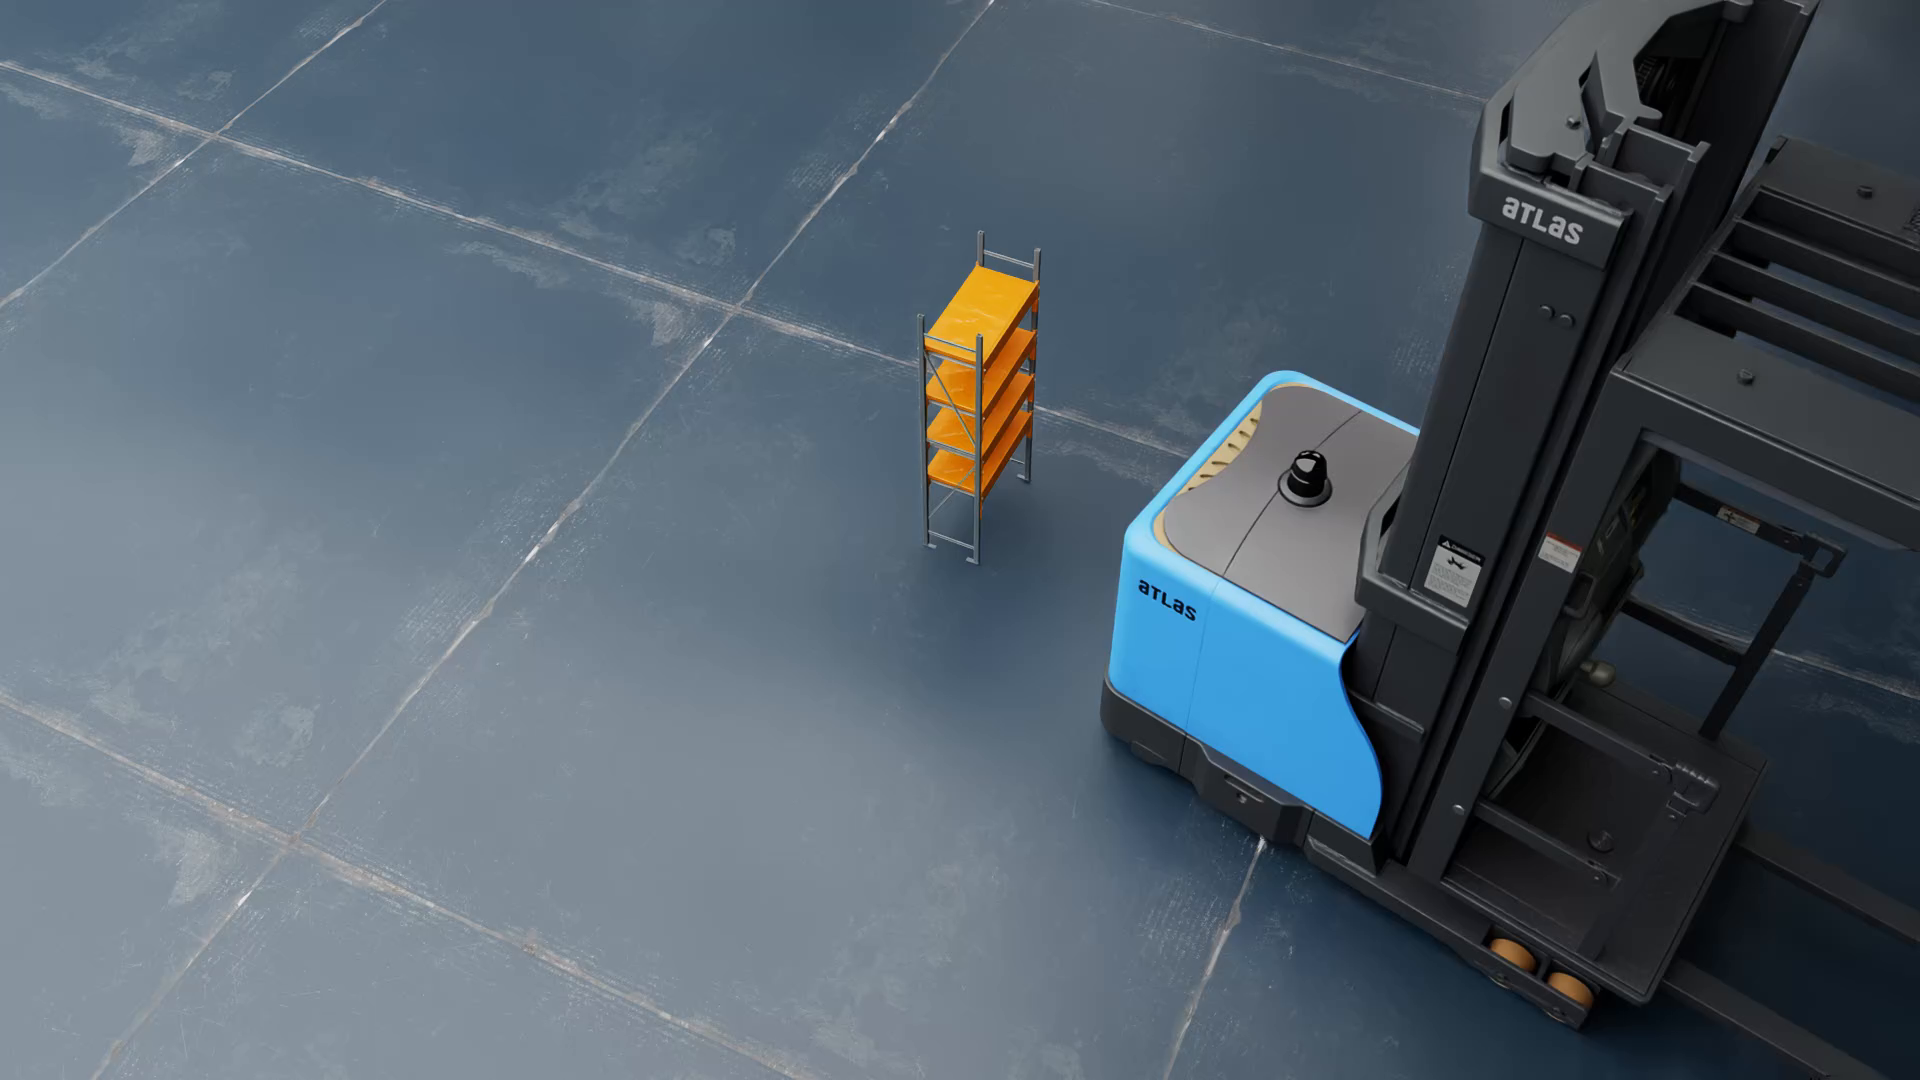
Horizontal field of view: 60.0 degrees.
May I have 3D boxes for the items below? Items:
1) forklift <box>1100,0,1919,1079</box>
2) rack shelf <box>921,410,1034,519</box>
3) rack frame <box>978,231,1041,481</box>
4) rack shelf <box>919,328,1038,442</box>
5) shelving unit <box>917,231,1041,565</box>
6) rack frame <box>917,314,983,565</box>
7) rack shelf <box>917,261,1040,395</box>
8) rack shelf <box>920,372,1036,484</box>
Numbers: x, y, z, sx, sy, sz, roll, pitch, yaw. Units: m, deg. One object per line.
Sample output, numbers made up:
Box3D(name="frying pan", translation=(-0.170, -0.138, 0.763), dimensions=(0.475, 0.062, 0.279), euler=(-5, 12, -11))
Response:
Box3D(name="forklift", translation=(1.982, 0.111, 4.546), dimensions=(3.031, 2.935, 1.130), euler=(30, 56, 23))
Box3D(name="rack shelf", translation=(0.071, -0.331, 6.408), dimensions=(0.258, 0.148, 0.480), euler=(20, 52, 16))
Box3D(name="rack frame", translation=(0.175, -0.671, 6.348), dimensions=(0.240, 1.200, 0.015), euler=(20, 52, 16))
Box3D(name="rack shelf", translation=(0.071, -0.604, 6.086), dimensions=(0.258, 0.148, 0.480), euler=(20, 52, 16))
Box3D(name="shelving unit", translation=(0.071, -0.503, 6.205), dimensions=(0.258, 1.200, 0.503), euler=(20, 52, 16))
Box3D(name="rack frame", translation=(-0.034, -0.335, 6.062), dimensions=(0.240, 1.200, 0.015), euler=(20, 52, 16))
Box3D(name="rack shelf", translation=(0.071, -0.757, 5.906), dimensions=(0.258, 0.148, 0.480), euler=(20, 52, 16))
Box3D(name="rack shelf", translation=(0.071, -0.459, 6.256), dimensions=(0.258, 0.148, 0.480), euler=(20, 52, 16))
